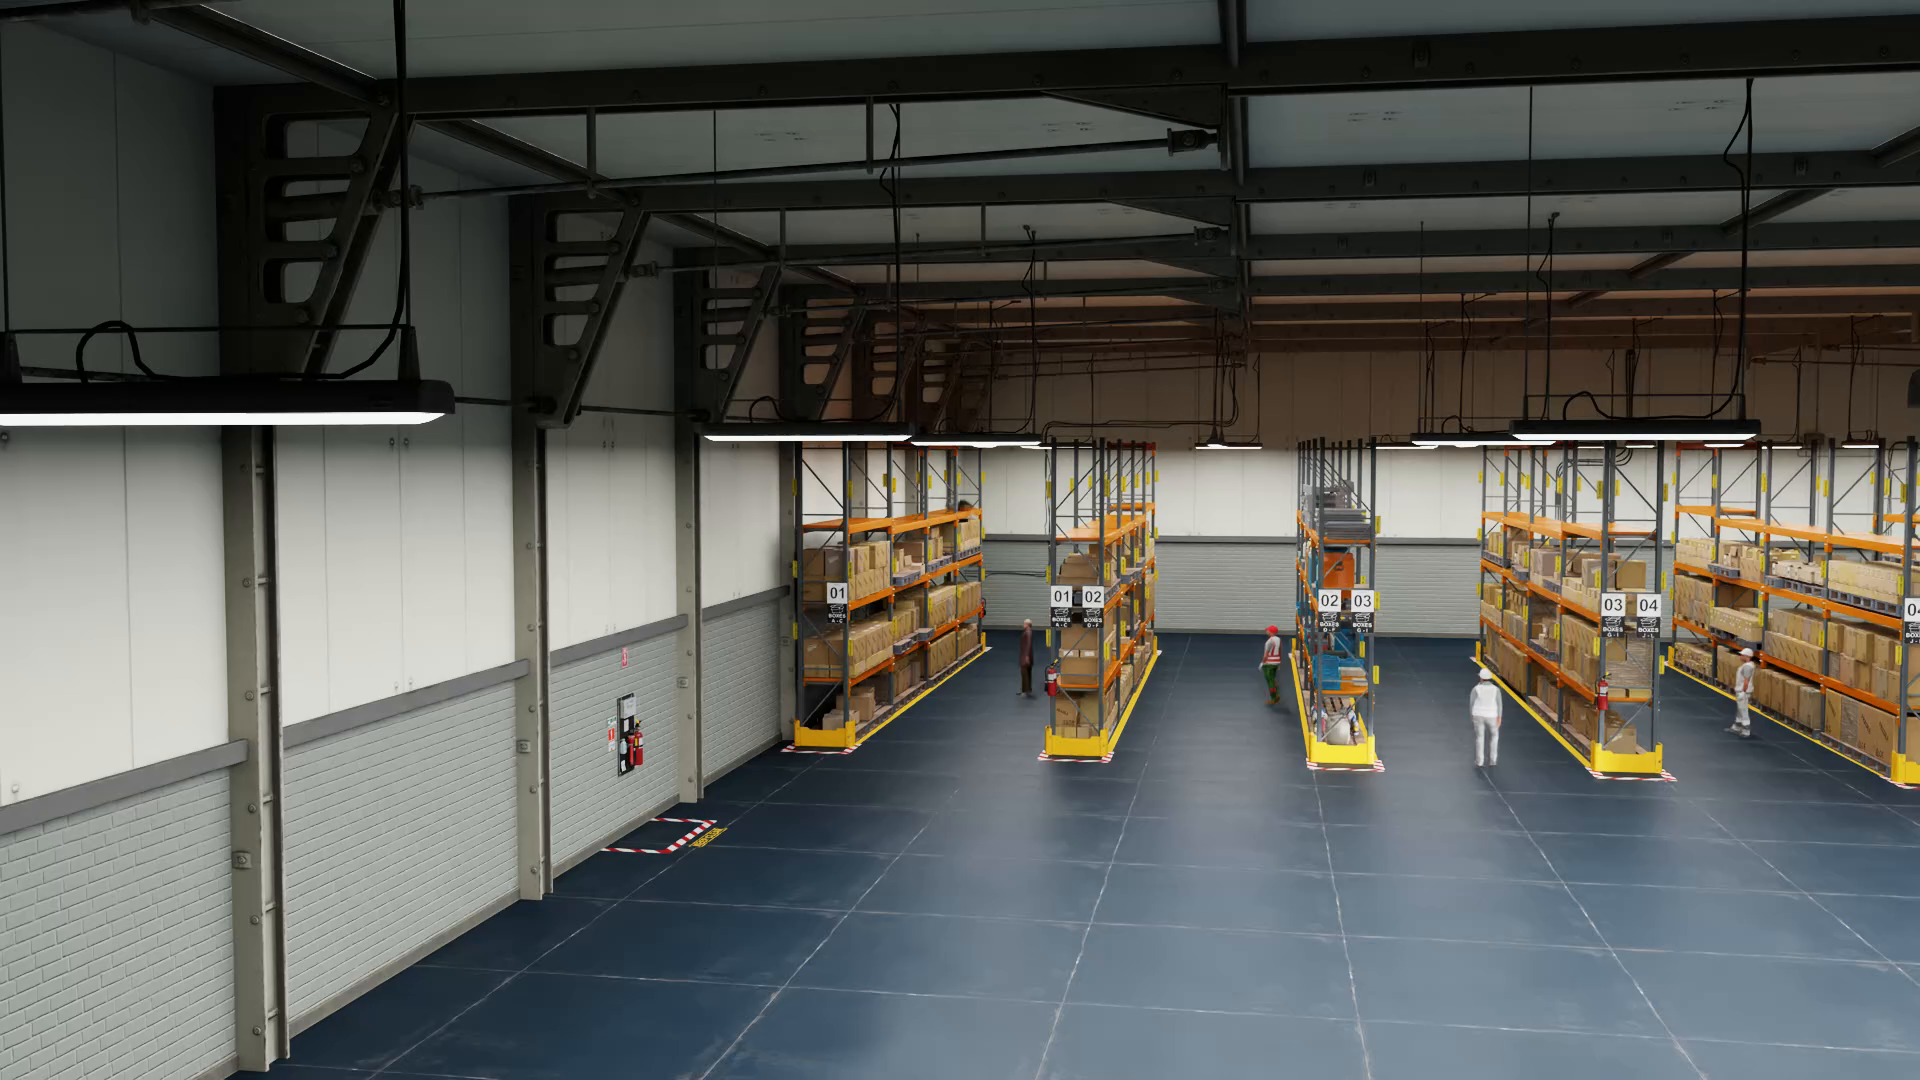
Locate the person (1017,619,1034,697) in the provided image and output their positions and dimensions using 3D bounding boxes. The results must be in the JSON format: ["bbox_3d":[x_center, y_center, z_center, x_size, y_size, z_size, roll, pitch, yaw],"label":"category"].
[{"bbox_3d":[1.533,2.777,39.112,0.400,1.831,0.653,0,3,6],"label":"person"}]

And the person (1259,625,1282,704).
[{"bbox_3d":[7.044,2.831,37.746,0.566,1.819,0.438,-2,4,-38],"label":"person"}]

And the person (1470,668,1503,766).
[{"bbox_3d":[9.597,3.251,30.315,0.570,1.834,0.571,2,3,28],"label":"person"}]

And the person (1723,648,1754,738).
[{"bbox_3d":[15.708,3.061,33.551,0.648,1.787,0.563,3,4,44],"label":"person"}]
